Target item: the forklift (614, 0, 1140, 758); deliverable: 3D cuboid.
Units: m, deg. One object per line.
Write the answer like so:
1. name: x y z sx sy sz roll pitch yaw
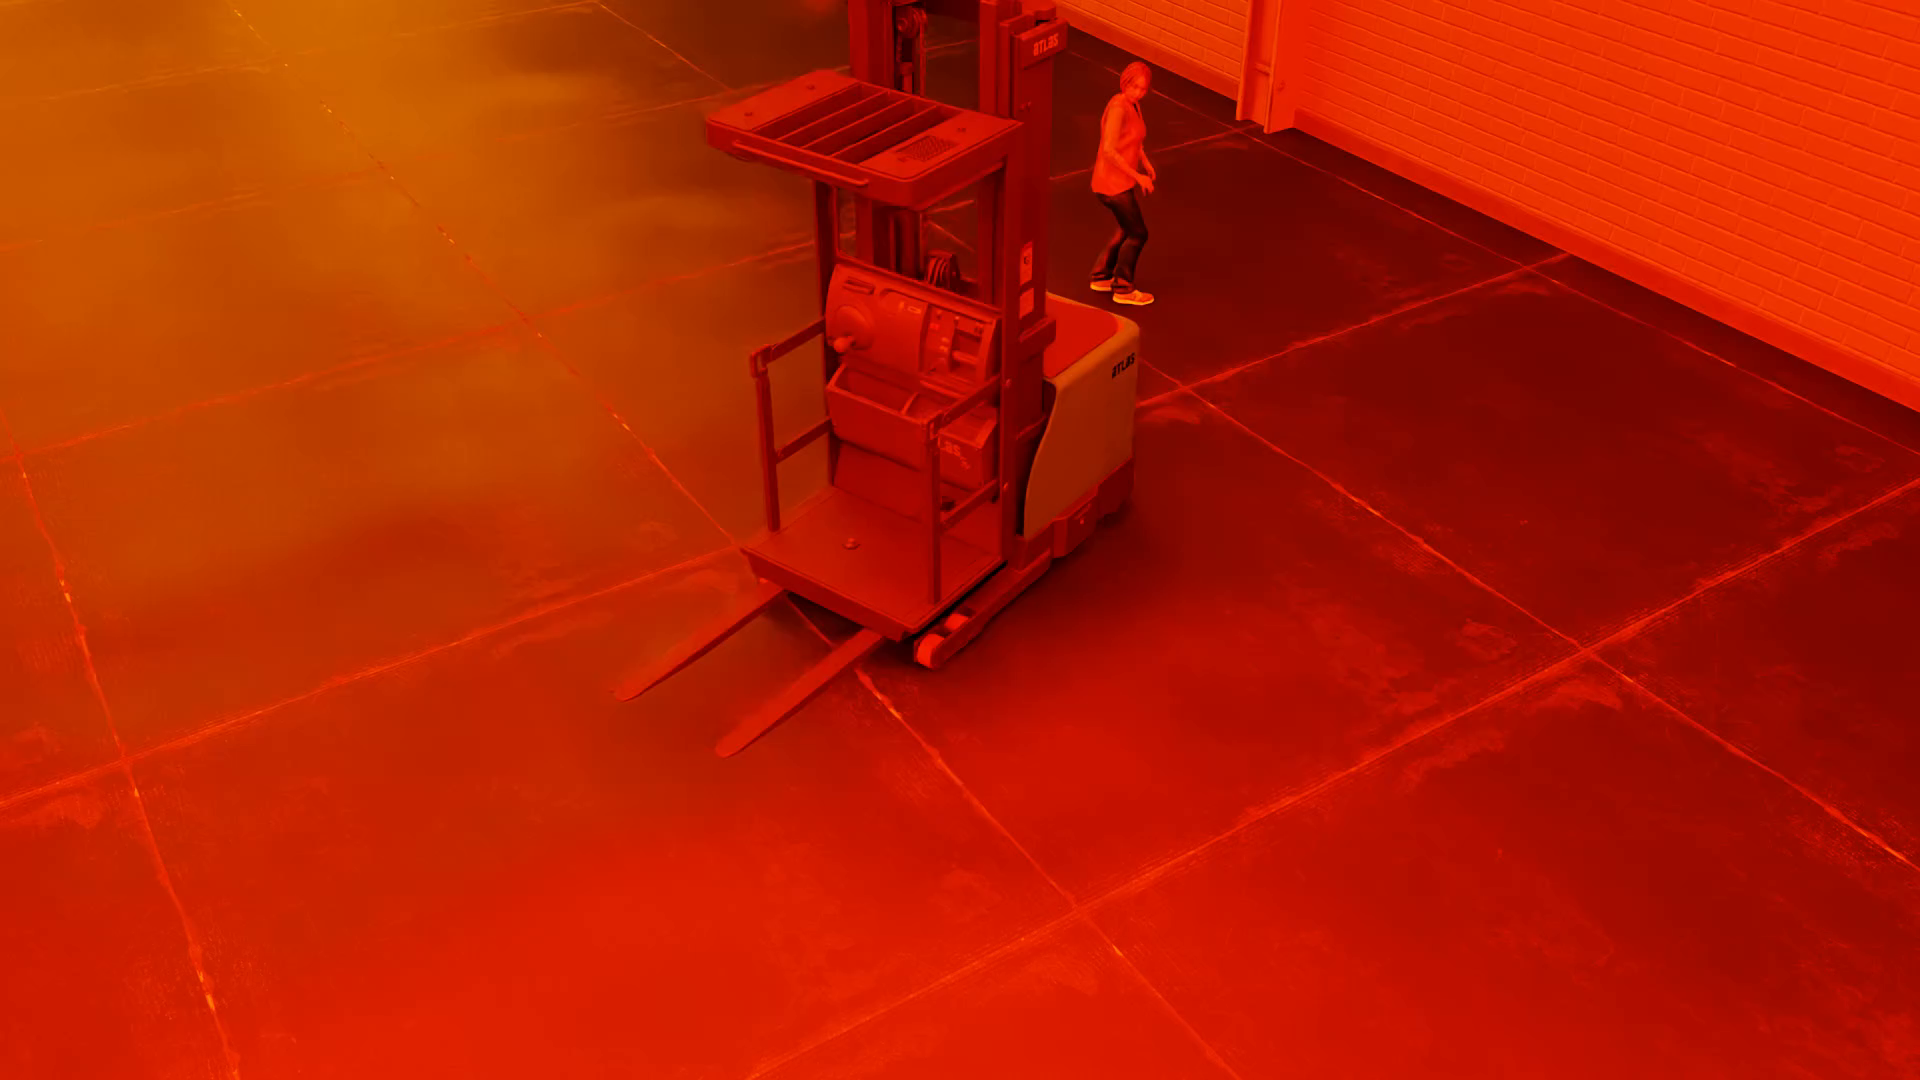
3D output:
1. forklift: -0.357 -0.911 7.444 1.130 2.935 3.031 23 41 29

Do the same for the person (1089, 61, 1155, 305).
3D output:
1. person: 1.063 -2.266 10.586 0.449 1.557 0.632 4 35 6
